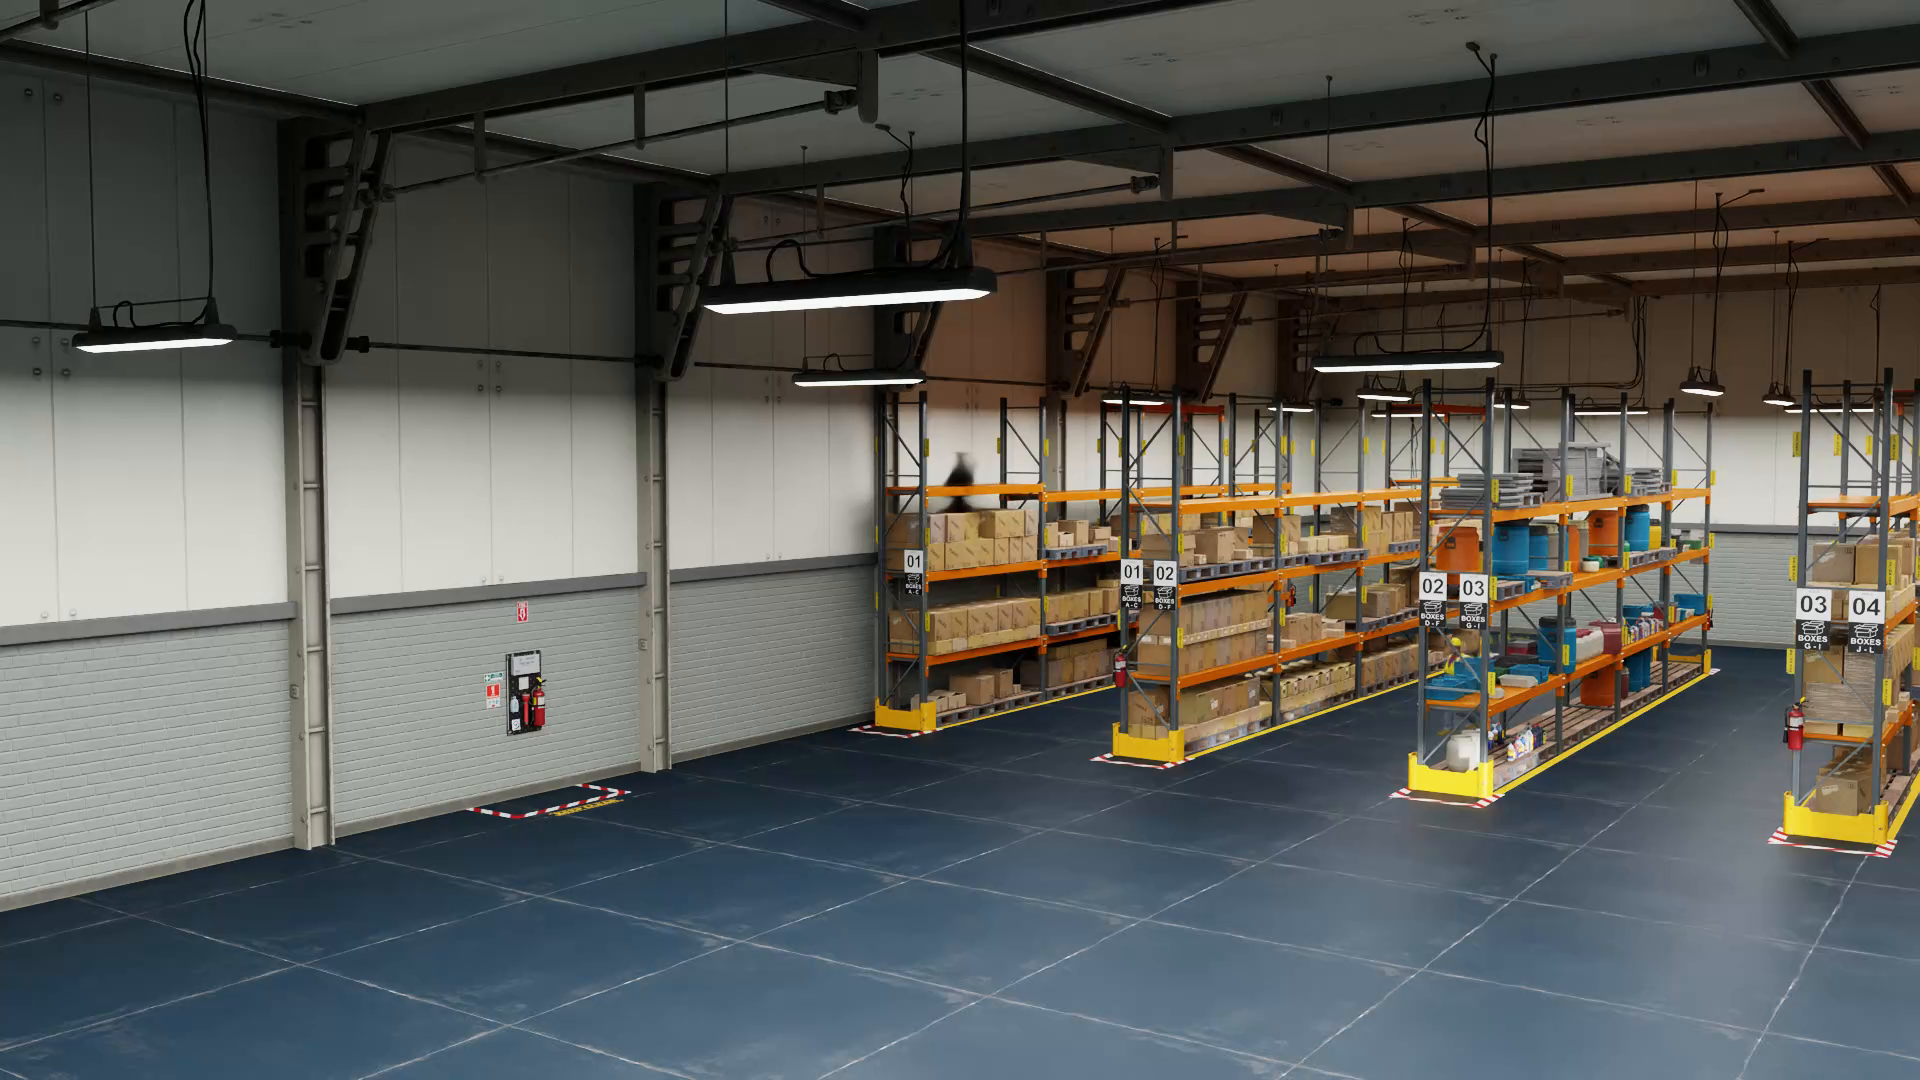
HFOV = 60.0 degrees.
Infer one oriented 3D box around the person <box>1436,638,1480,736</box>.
[{"bbox_3d":[8.648,2.541,28.646,0.833,1.724,0.611,-1,3,-18],"label":"person"}]
